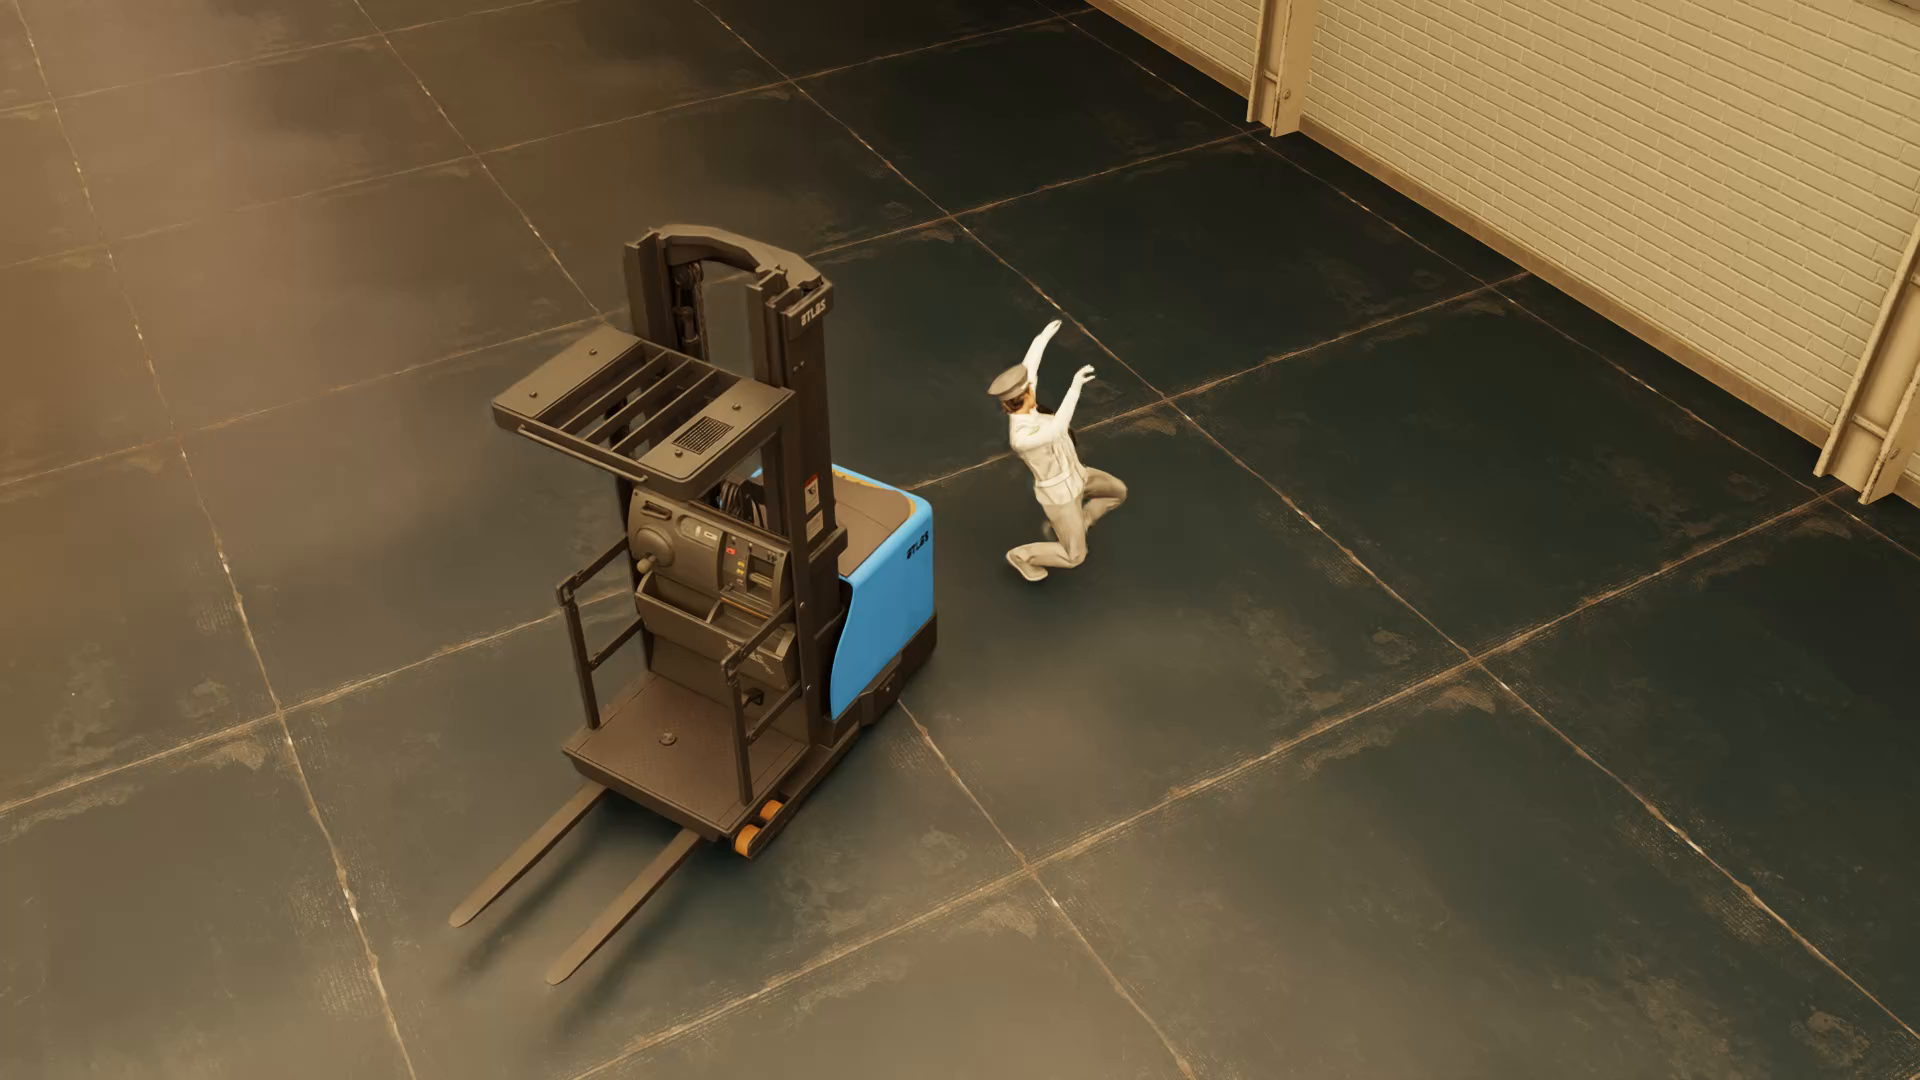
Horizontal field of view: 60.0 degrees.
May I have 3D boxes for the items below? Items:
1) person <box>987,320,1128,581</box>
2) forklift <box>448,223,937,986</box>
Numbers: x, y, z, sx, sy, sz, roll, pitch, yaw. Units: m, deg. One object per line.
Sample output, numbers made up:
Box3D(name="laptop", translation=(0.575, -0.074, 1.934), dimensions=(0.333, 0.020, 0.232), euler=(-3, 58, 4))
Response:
Box3D(name="person", translation=(0.591, -0.519, 9.760), dimensions=(0.818, 1.565, 1.005), euler=(7, 40, 8))
Box3D(name="forklift", translation=(-1.333, 0.132, 7.877), dimensions=(1.130, 2.935, 3.031), euler=(21, 44, 24))
